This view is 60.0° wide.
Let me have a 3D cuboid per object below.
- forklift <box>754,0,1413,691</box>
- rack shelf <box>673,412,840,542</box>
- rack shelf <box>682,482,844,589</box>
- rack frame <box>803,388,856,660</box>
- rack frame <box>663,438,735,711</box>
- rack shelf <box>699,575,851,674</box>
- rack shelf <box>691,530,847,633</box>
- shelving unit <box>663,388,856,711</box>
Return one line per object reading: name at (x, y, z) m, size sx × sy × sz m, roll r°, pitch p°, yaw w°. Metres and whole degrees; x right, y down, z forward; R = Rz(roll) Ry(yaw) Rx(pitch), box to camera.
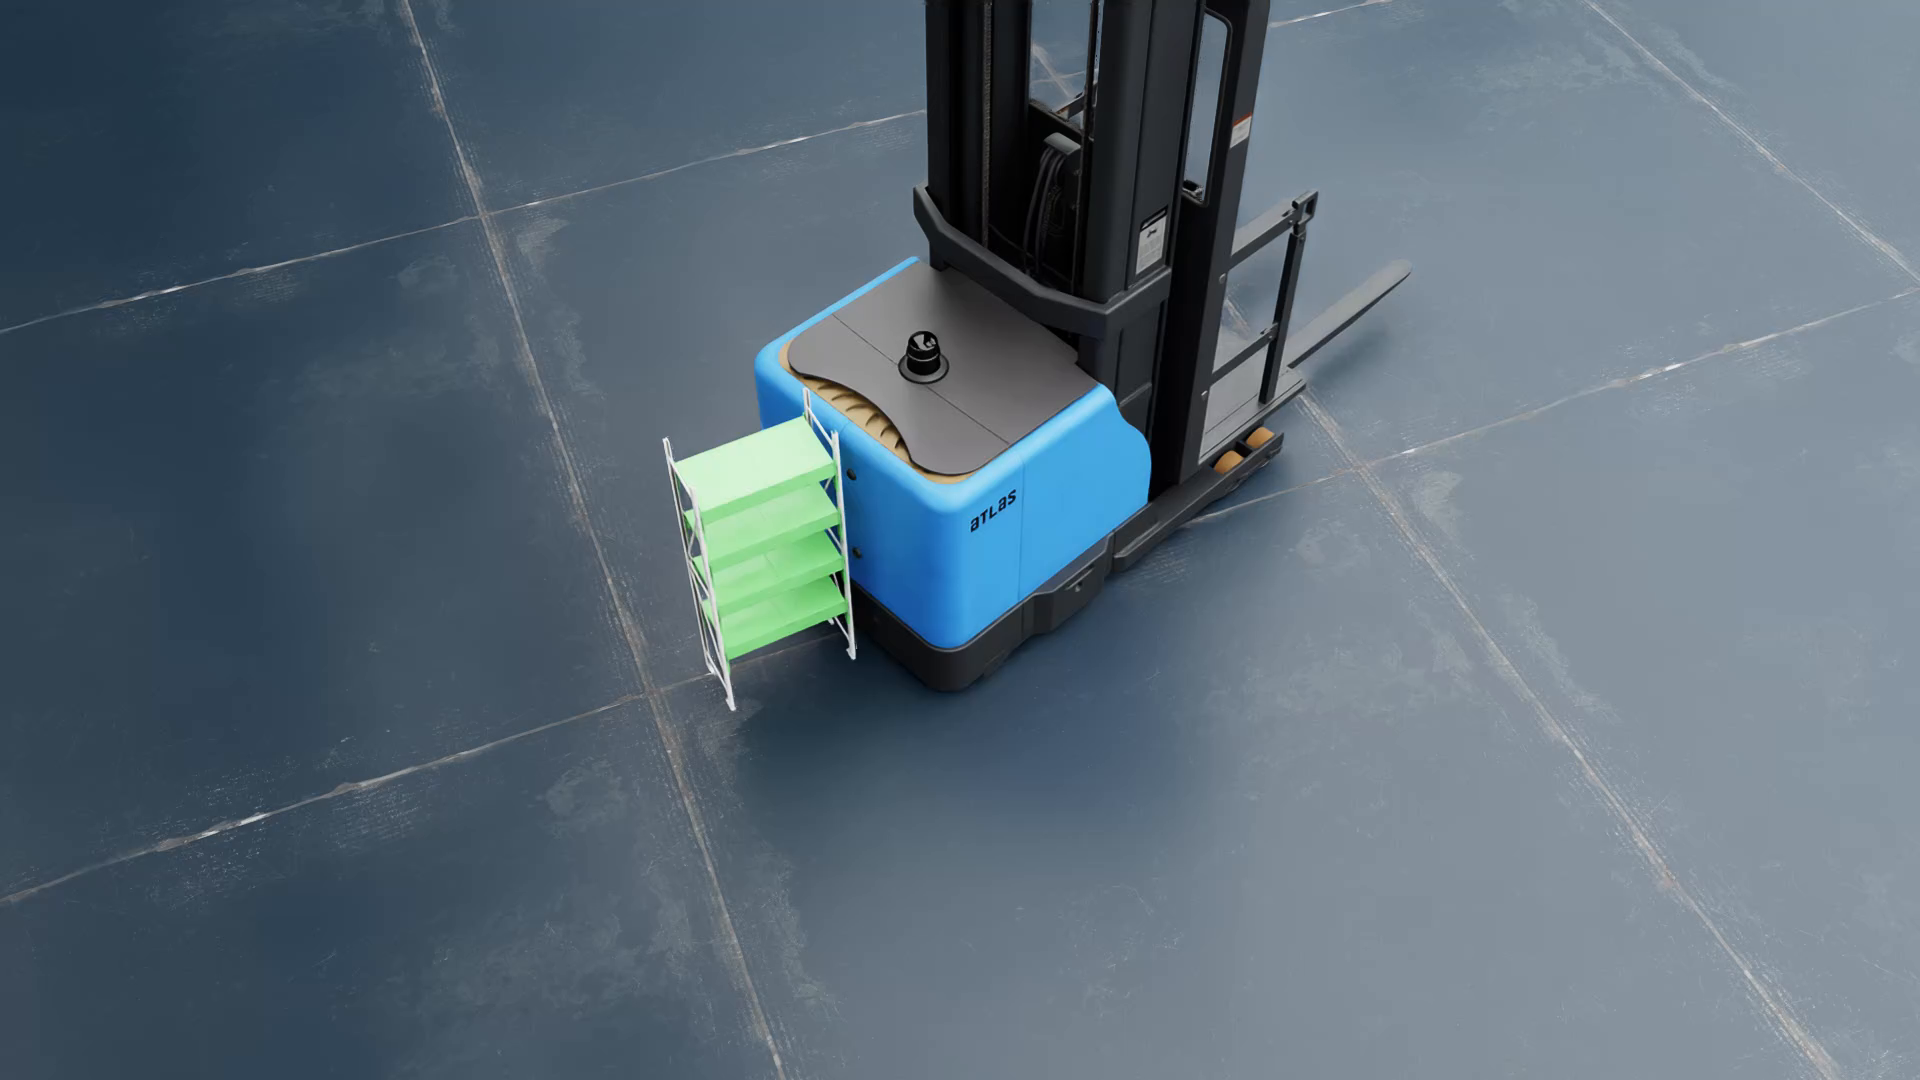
forklift at (0.681, -1.408, 5.868) m, size 3.031 × 2.935 × 1.130 m, roll -36°, pitch 58°, yaw -27°
rack shelf at (-0.666, -0.209, 5.431) m, size 0.480 × 0.148 × 0.258 m, roll -22°, pitch 53°, yaw -18°
rack shelf at (-0.666, -0.052, 5.613) m, size 0.480 × 0.148 × 0.258 m, roll -22°, pitch 53°, yaw -18°
rack frame at (-0.451, -0.025, 5.821) m, size 0.015 × 1.200 × 0.240 m, roll -22°, pitch 53°, yaw -18°
rack frame at (-0.882, 0.150, 5.671) m, size 0.015 × 1.200 × 0.240 m, roll -22°, pitch 53°, yaw -18°
rack shelf at (-0.666, 0.260, 5.977) m, size 0.480 × 0.148 × 0.258 m, roll -22°, pitch 53°, yaw -18°
rack shelf at (-0.666, 0.104, 5.795) m, size 0.480 × 0.148 × 0.258 m, roll -22°, pitch 53°, yaw -18°
shelving unit at (-0.666, 0.062, 5.746) m, size 0.503 × 1.200 × 0.258 m, roll -22°, pitch 53°, yaw -18°
